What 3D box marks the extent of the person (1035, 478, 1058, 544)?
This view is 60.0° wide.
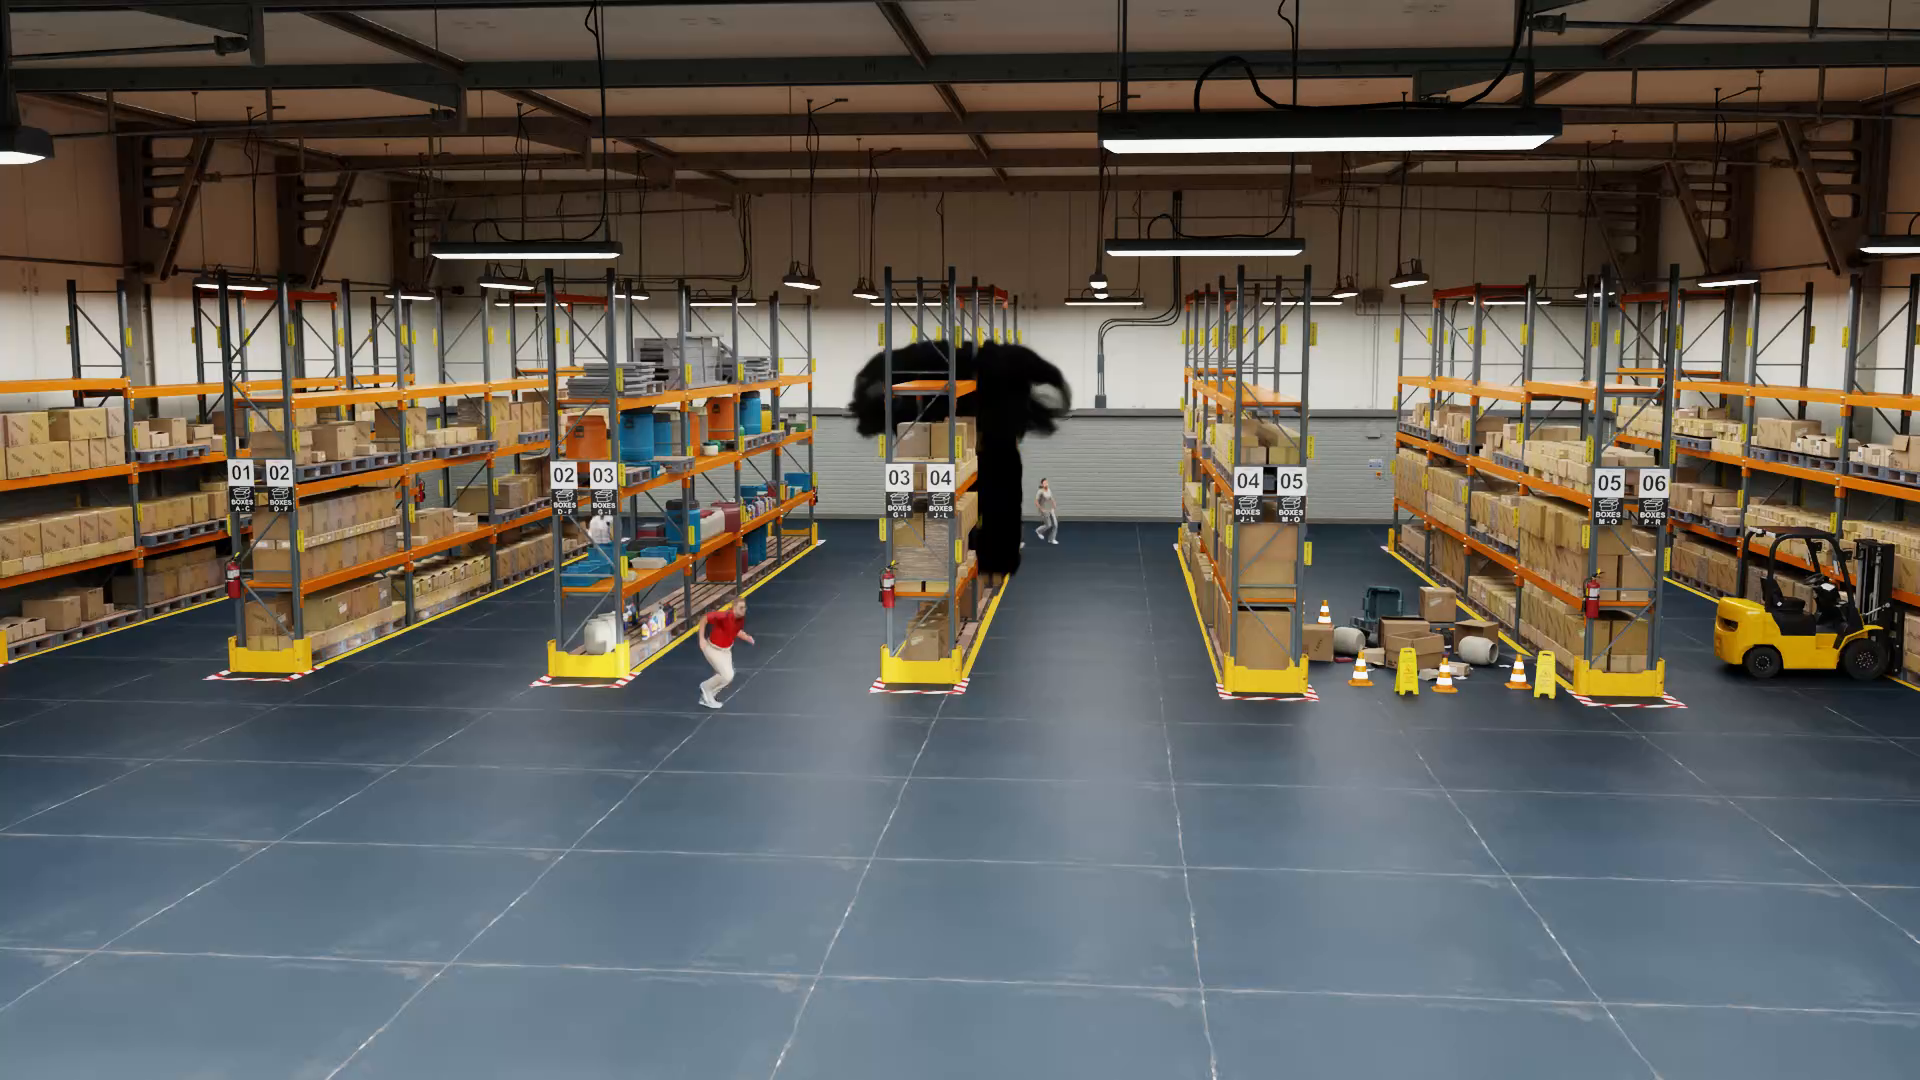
[{"bbox_3d":[2.051,-0.697,40.504,0.595,1.592,0.611,-5,9,-38],"label":"person"}]

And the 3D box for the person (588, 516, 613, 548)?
[{"bbox_3d":[-6.628,0.131,30.965,0.605,1.695,0.764,0,7,0],"label":"person"}]

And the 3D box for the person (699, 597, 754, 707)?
[{"bbox_3d":[-3.190,1.530,22.358,0.892,1.549,0.695,4,8,29],"label":"person"}]
